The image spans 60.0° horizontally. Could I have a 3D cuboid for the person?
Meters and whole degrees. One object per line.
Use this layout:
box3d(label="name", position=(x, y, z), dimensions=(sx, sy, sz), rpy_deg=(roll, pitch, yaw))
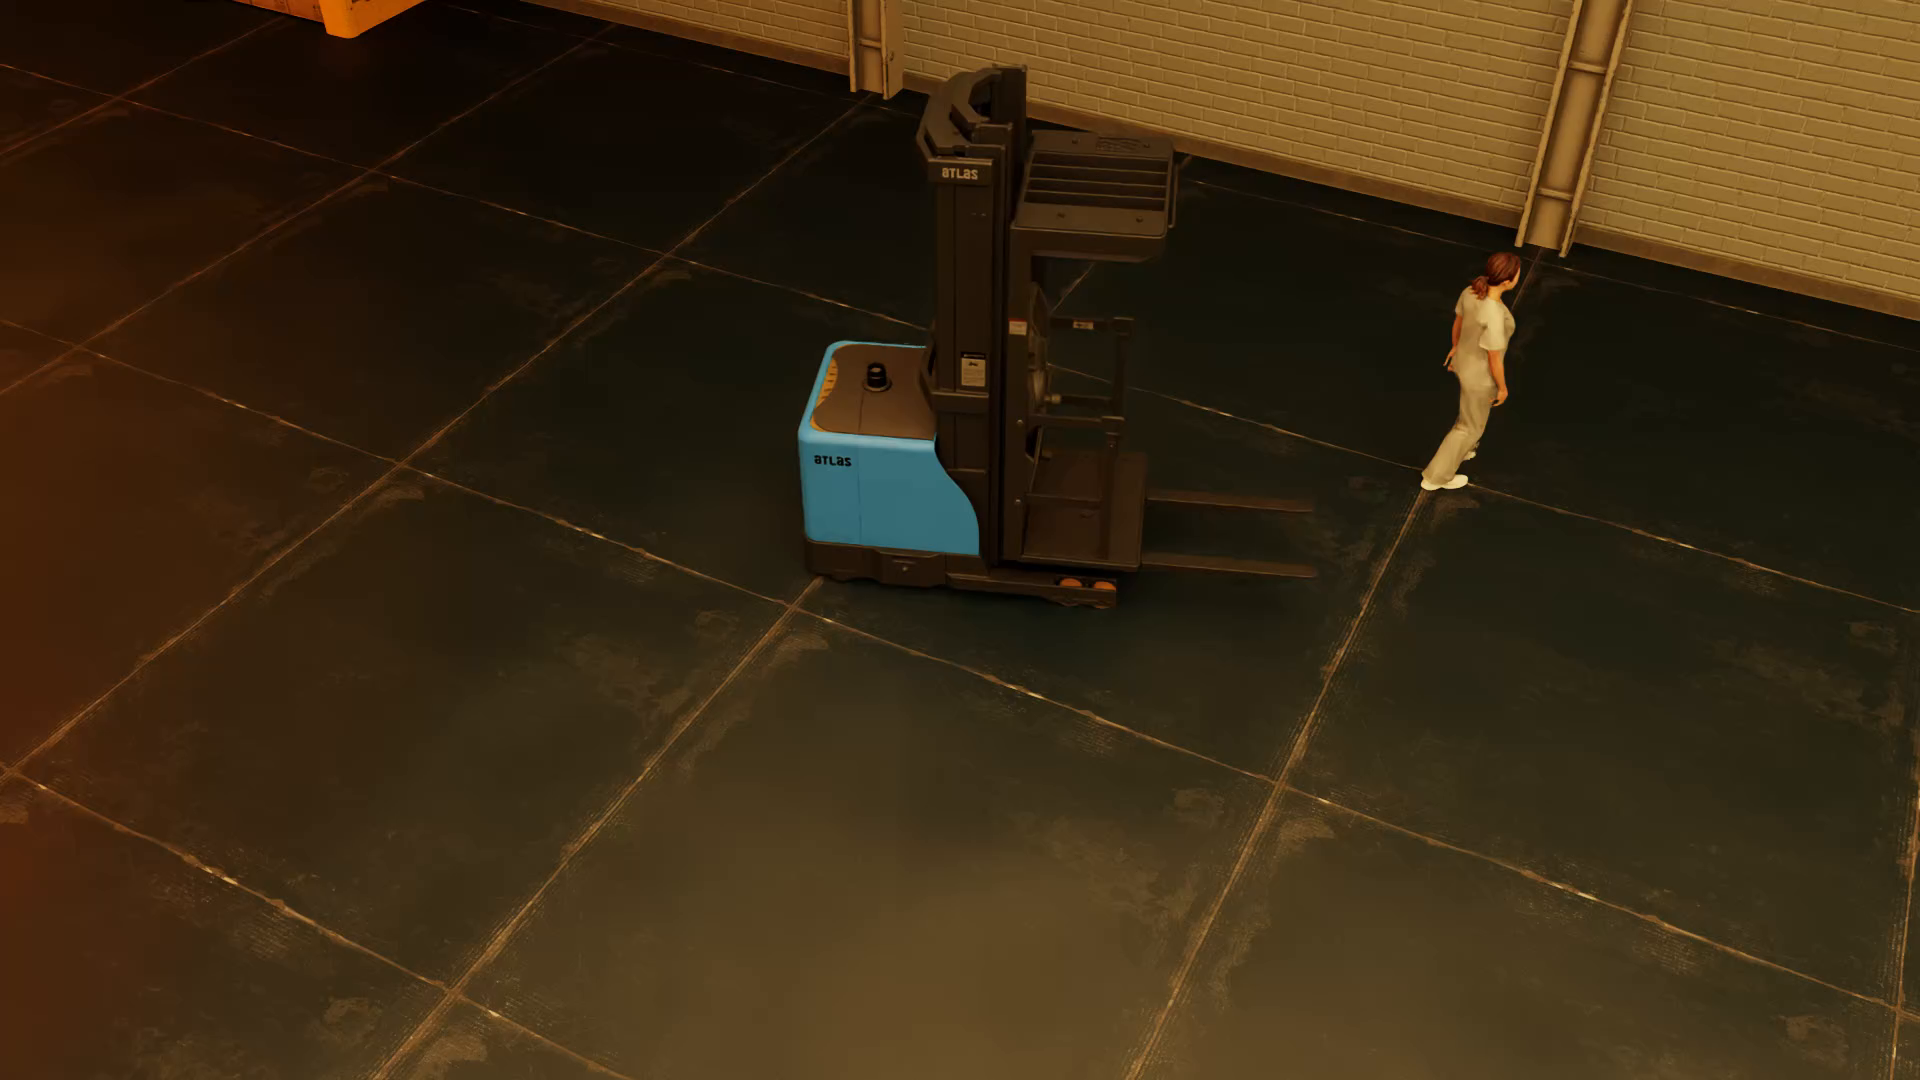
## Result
box3d(label="person", position=(3.202, -1.019, 10.235), dimensions=(0.530, 1.710, 0.545), rpy_deg=(-6, 40, -7))

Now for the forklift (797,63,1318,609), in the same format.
box3d(label="forklift", position=(0.625, -1.081, 9.270), dimensions=(3.031, 2.935, 1.130), rpy_deg=(5, 40, 6))
